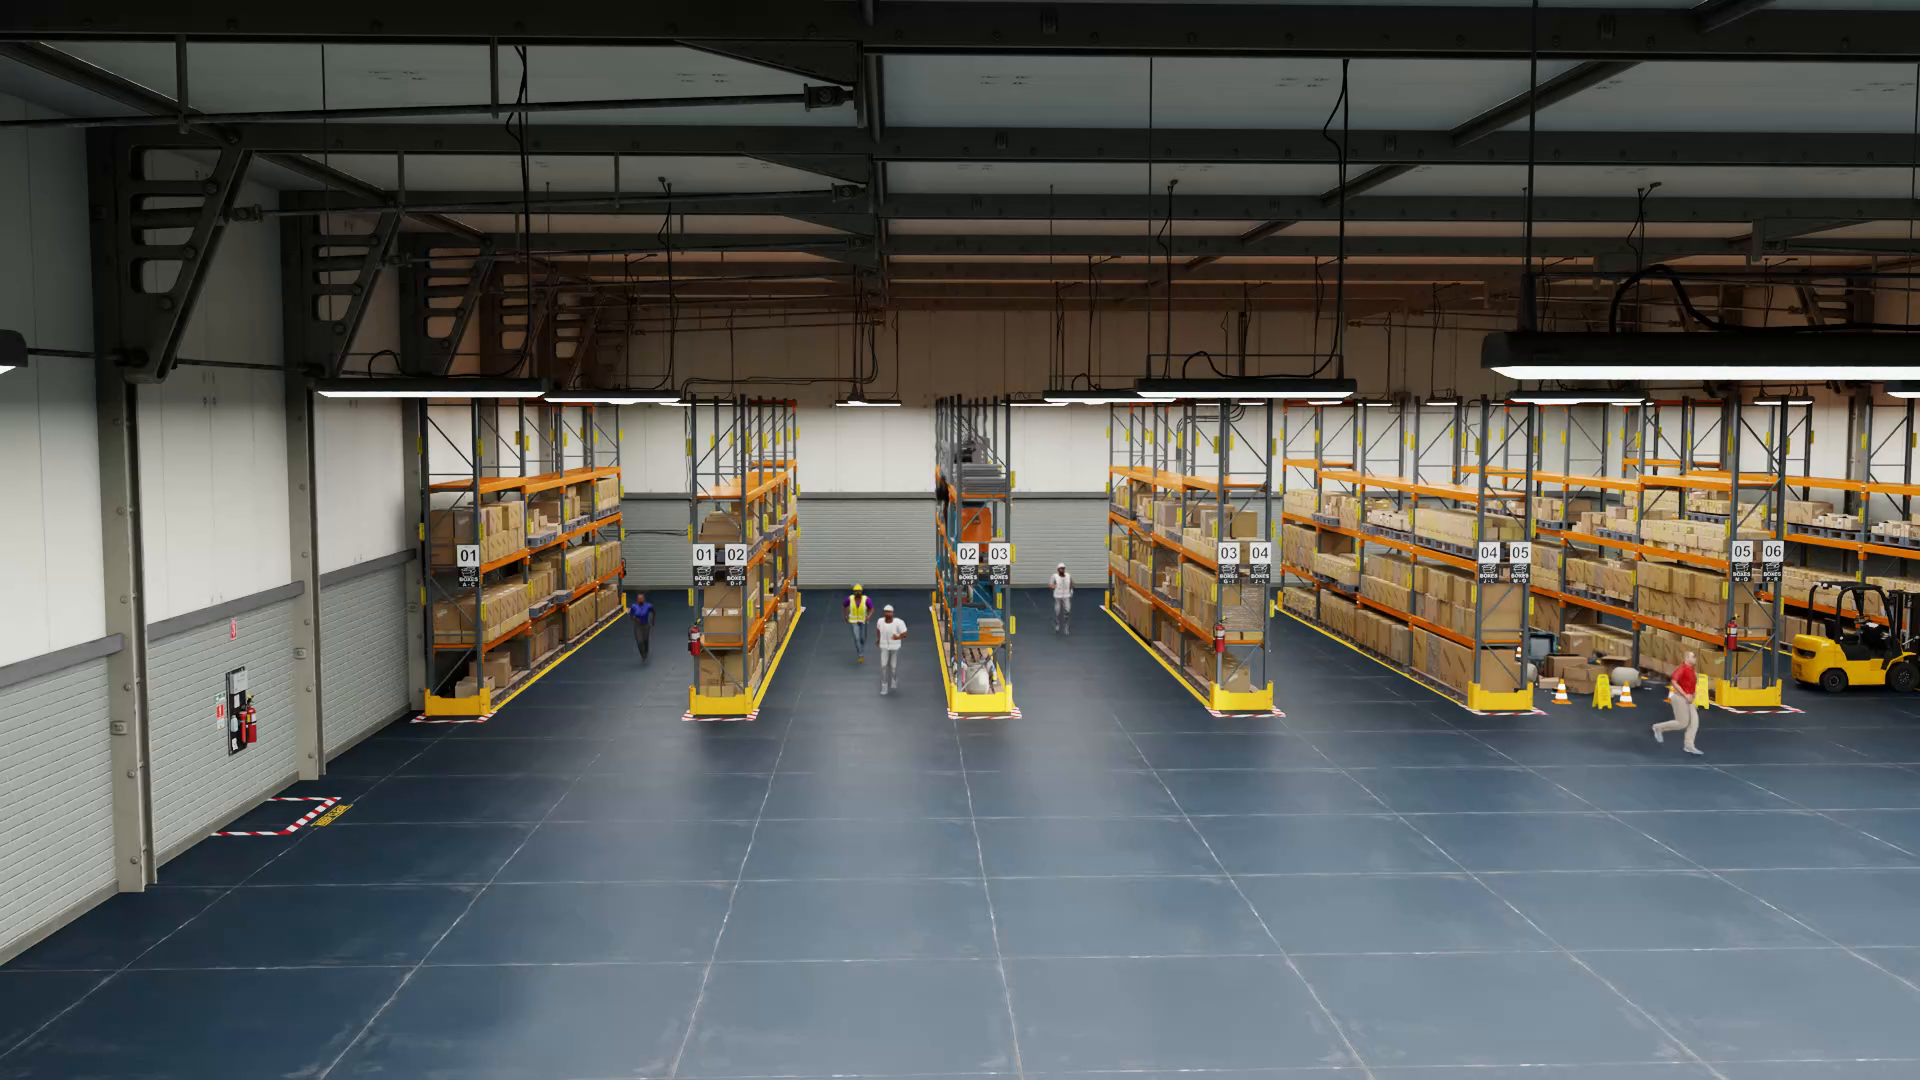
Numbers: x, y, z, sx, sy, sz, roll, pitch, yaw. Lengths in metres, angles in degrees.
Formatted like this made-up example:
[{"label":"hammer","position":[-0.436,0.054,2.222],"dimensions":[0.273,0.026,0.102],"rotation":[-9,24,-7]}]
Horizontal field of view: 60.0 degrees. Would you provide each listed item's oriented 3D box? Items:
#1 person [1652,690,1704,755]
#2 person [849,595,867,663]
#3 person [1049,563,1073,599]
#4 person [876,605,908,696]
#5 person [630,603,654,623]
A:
[{"label":"person","position":[12.063,3.030,27.872],"dimensions":[0.823,1.052,0.418],"rotation":[4,6,38]},{"label":"person","position":[-2.324,2.005,37.948],"dimensions":[0.433,1.495,0.896],"rotation":[0,5,-5]},{"label":"person","position":[2.585,1.035,42.250],"dimensions":[0.686,0.902,0.687],"rotation":[-1,5,-8]},{"label":"person","position":[-1.382,2.202,33.548],"dimensions":[0.681,1.813,0.781],"rotation":[1,5,9]},{"label":"person","position":[-7.176,1.629,37.509],"dimensions":[0.523,0.516,0.351],"rotation":[0,5,-3]}]
